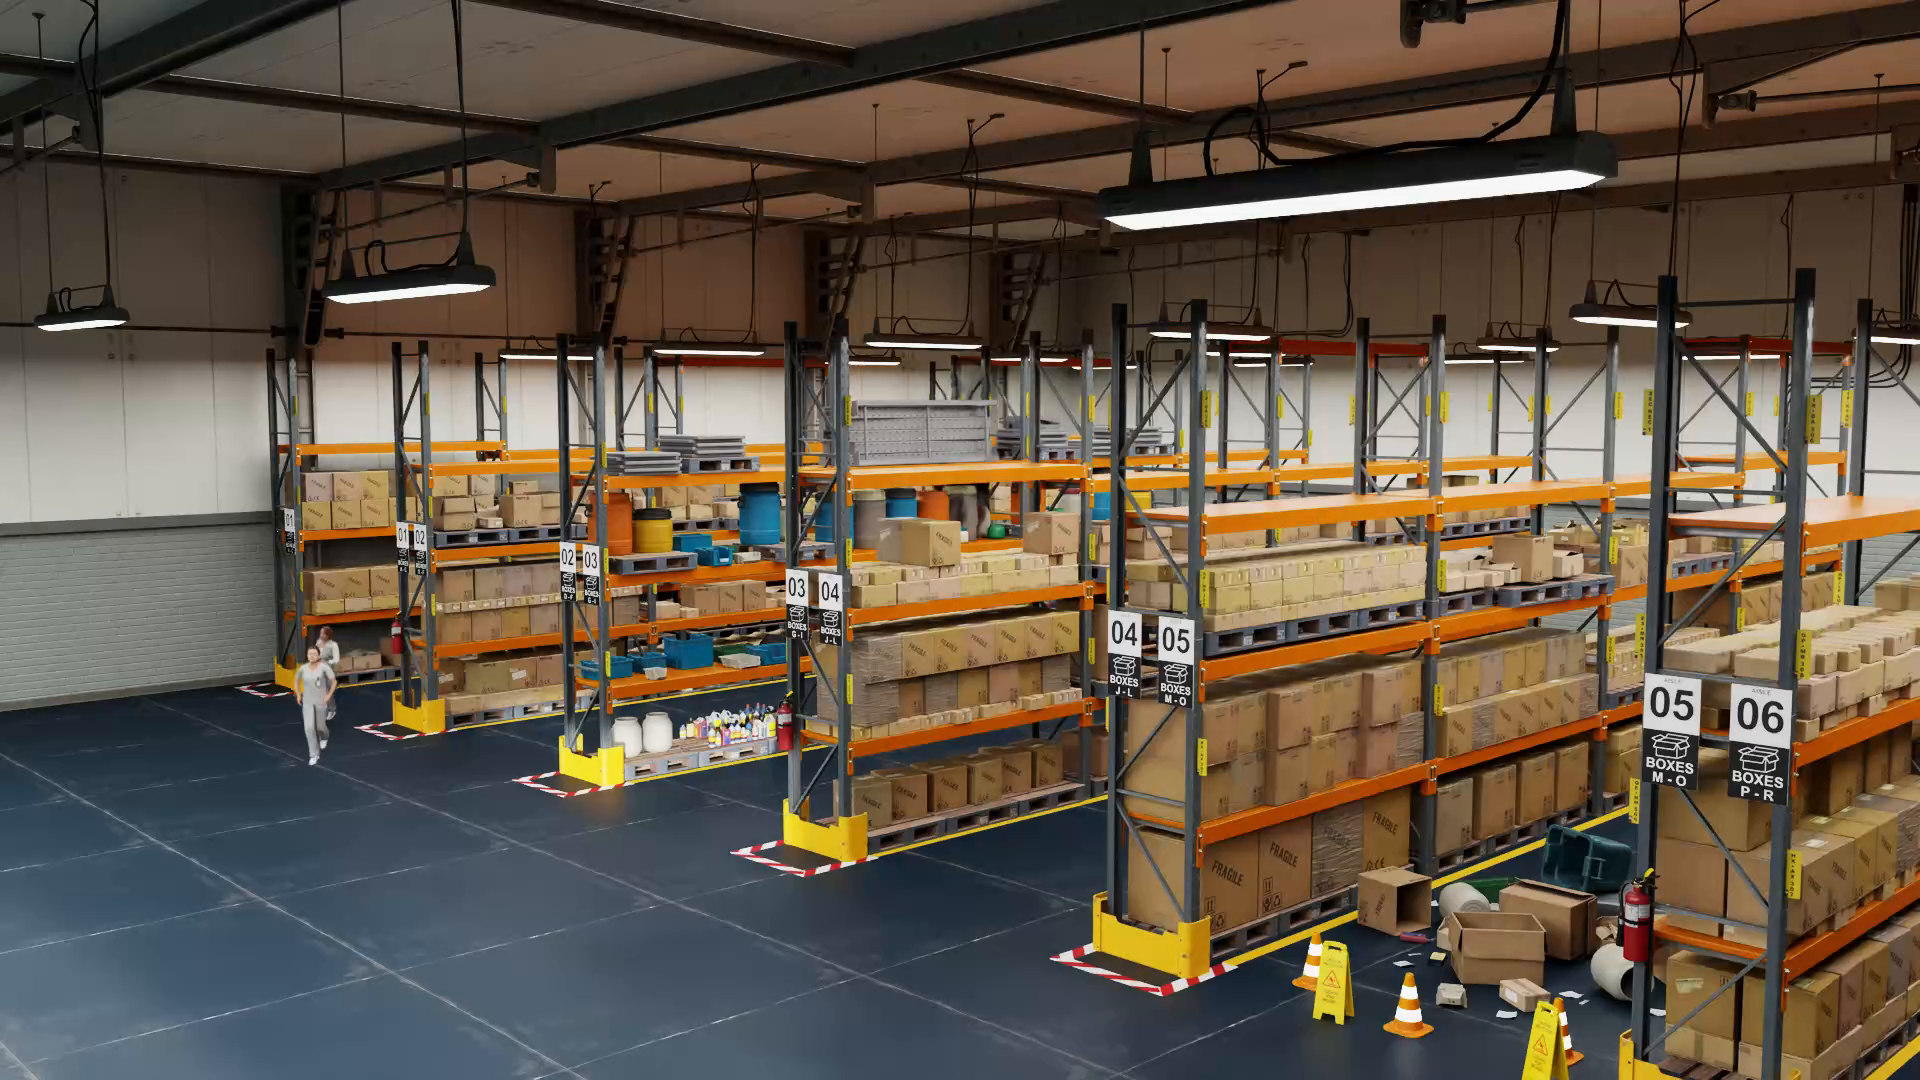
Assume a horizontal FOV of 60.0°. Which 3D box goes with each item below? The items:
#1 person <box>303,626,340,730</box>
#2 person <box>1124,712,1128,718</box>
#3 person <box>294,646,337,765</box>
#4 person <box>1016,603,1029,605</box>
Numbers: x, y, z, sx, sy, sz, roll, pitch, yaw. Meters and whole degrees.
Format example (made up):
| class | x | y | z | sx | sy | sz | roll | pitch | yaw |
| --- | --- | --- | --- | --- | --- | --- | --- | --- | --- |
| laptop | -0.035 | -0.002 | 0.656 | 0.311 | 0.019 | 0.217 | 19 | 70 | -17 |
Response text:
| class | x | y | z | sx | sy | sz | roll | pitch | yaw |
| --- | --- | --- | --- | --- | --- | --- | --- | --- | --- |
| person | -9.885 | 2.136 | 26.032 | 0.535 | 1.627 | 0.726 | 1 | 5 | 11 |
| person | 2.748 | 1.836 | 25.344 | 0.844 | 1.688 | 0.566 | -5 | 7 | -43 |
| person | -9.164 | 2.318 | 23.656 | 0.590 | 1.646 | 0.770 | -1 | 5 | -12 |
| person | 1.236 | 1.576 | 32.053 | 0.572 | 1.645 | 0.554 | 3 | 6 | 31 |
